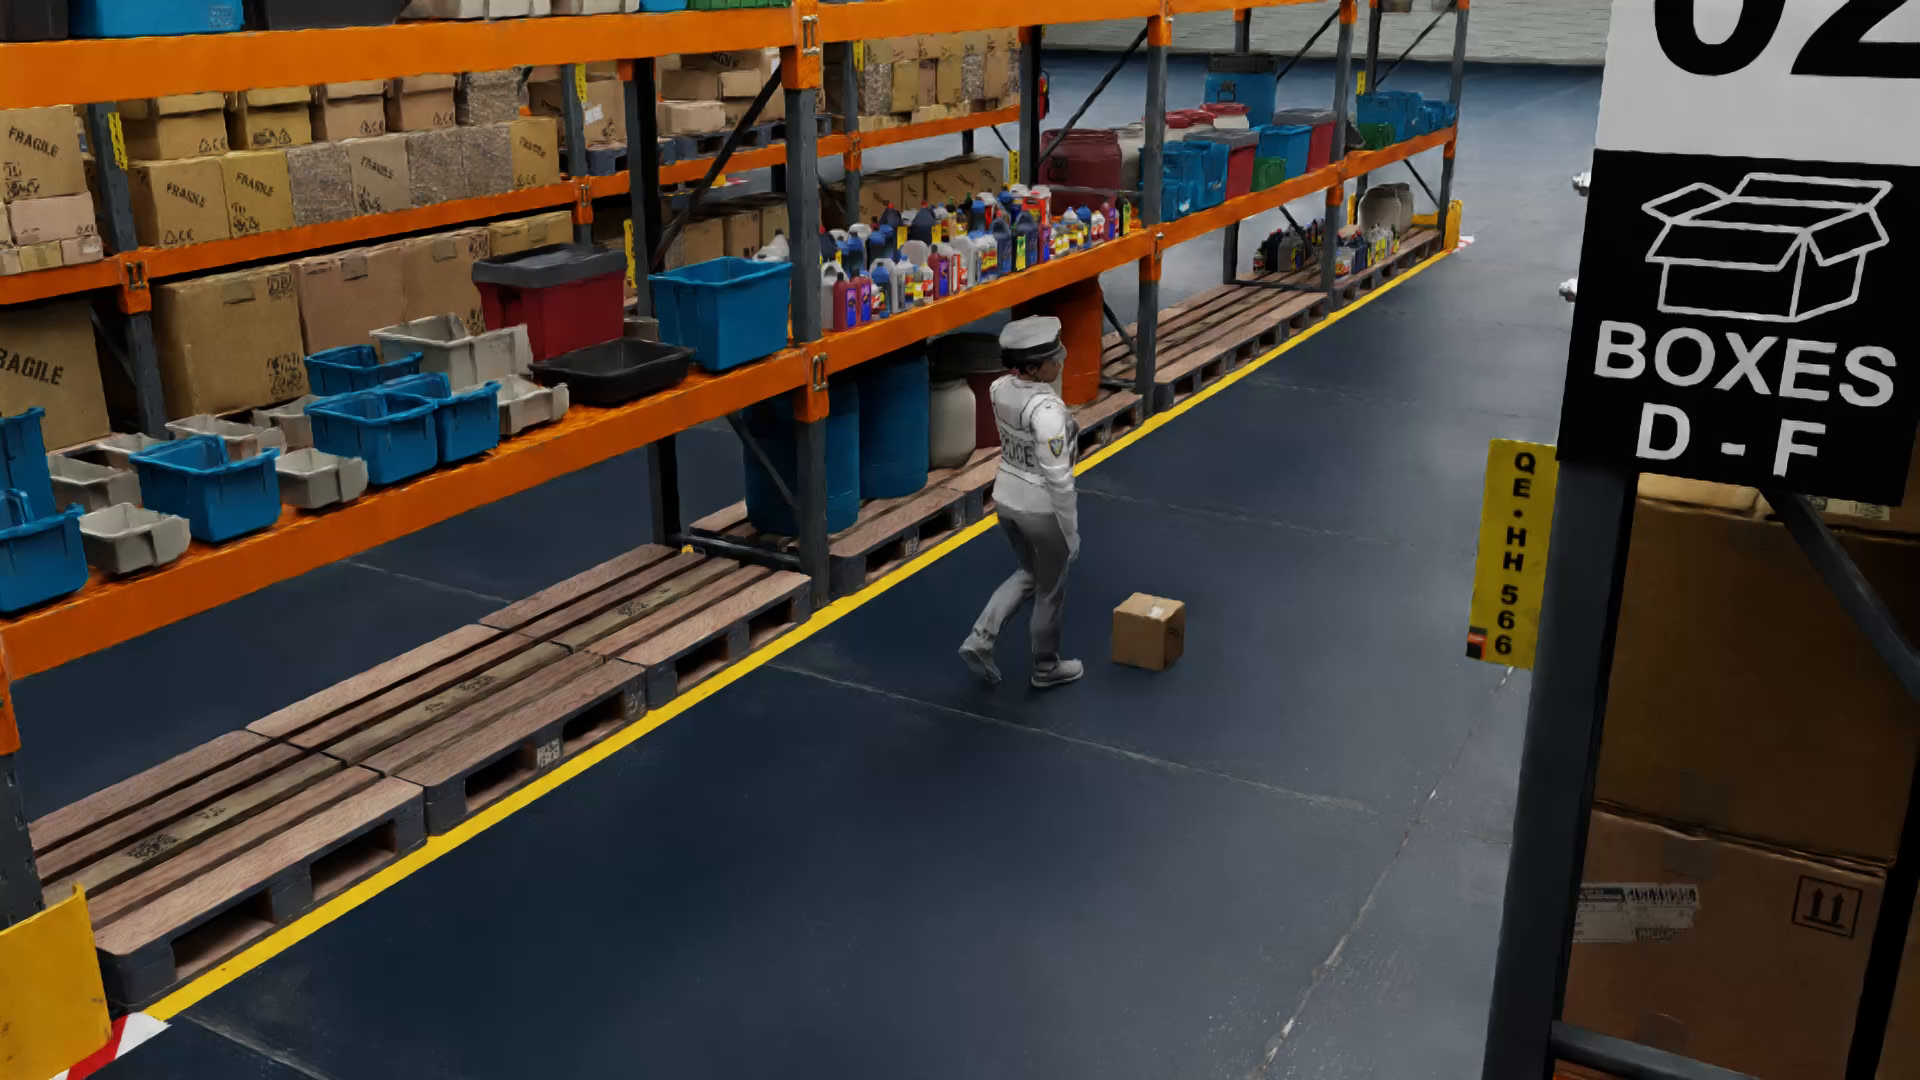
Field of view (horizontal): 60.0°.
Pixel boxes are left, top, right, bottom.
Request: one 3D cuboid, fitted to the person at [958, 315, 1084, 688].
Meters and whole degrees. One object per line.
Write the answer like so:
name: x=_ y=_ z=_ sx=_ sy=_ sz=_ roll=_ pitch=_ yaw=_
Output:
person: x=0.326 y=-0.118 z=6.896 sx=0.615 sy=1.654 sz=0.501 roll=-13 pitch=23 yaw=-32
